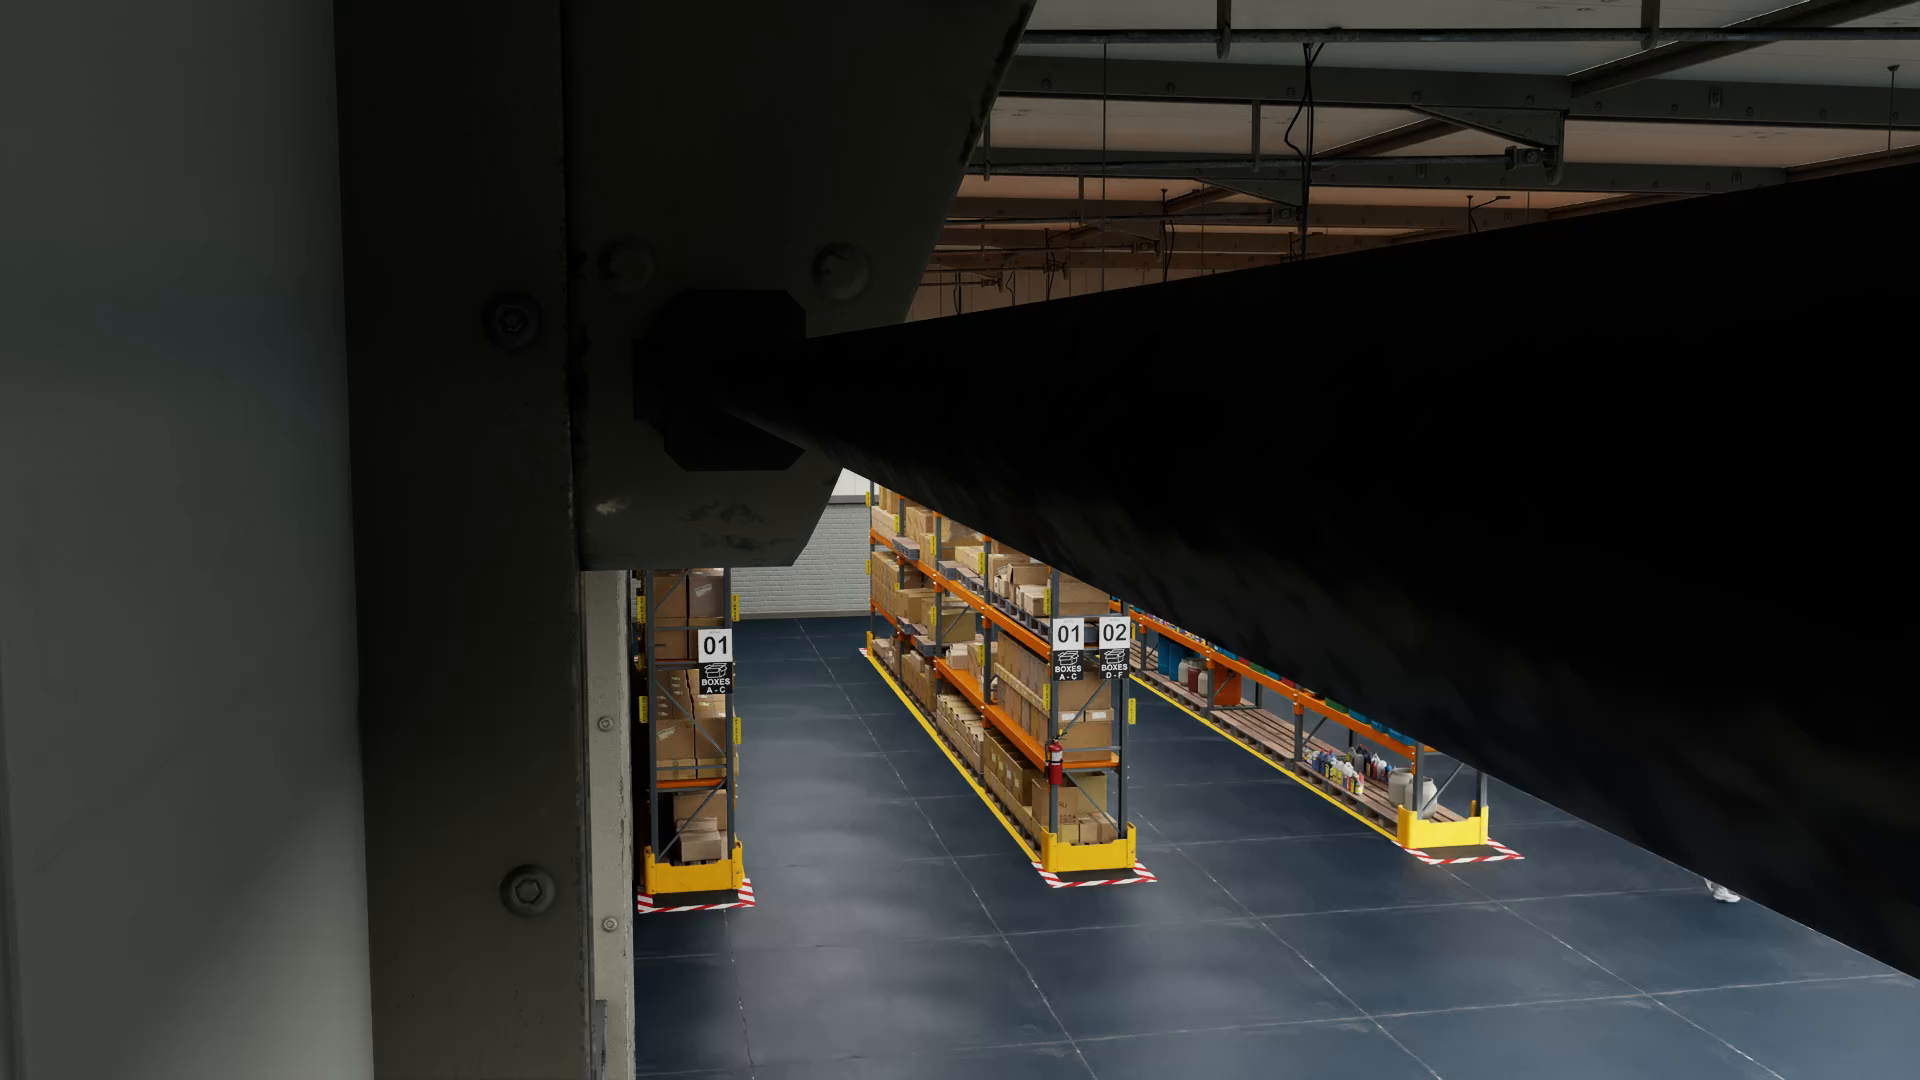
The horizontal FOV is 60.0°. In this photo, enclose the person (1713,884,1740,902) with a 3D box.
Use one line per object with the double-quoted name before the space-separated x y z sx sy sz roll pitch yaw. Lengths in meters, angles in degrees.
"person" 9.227 3.447 19.618 0.562 1.656 0.601 2 6 20
